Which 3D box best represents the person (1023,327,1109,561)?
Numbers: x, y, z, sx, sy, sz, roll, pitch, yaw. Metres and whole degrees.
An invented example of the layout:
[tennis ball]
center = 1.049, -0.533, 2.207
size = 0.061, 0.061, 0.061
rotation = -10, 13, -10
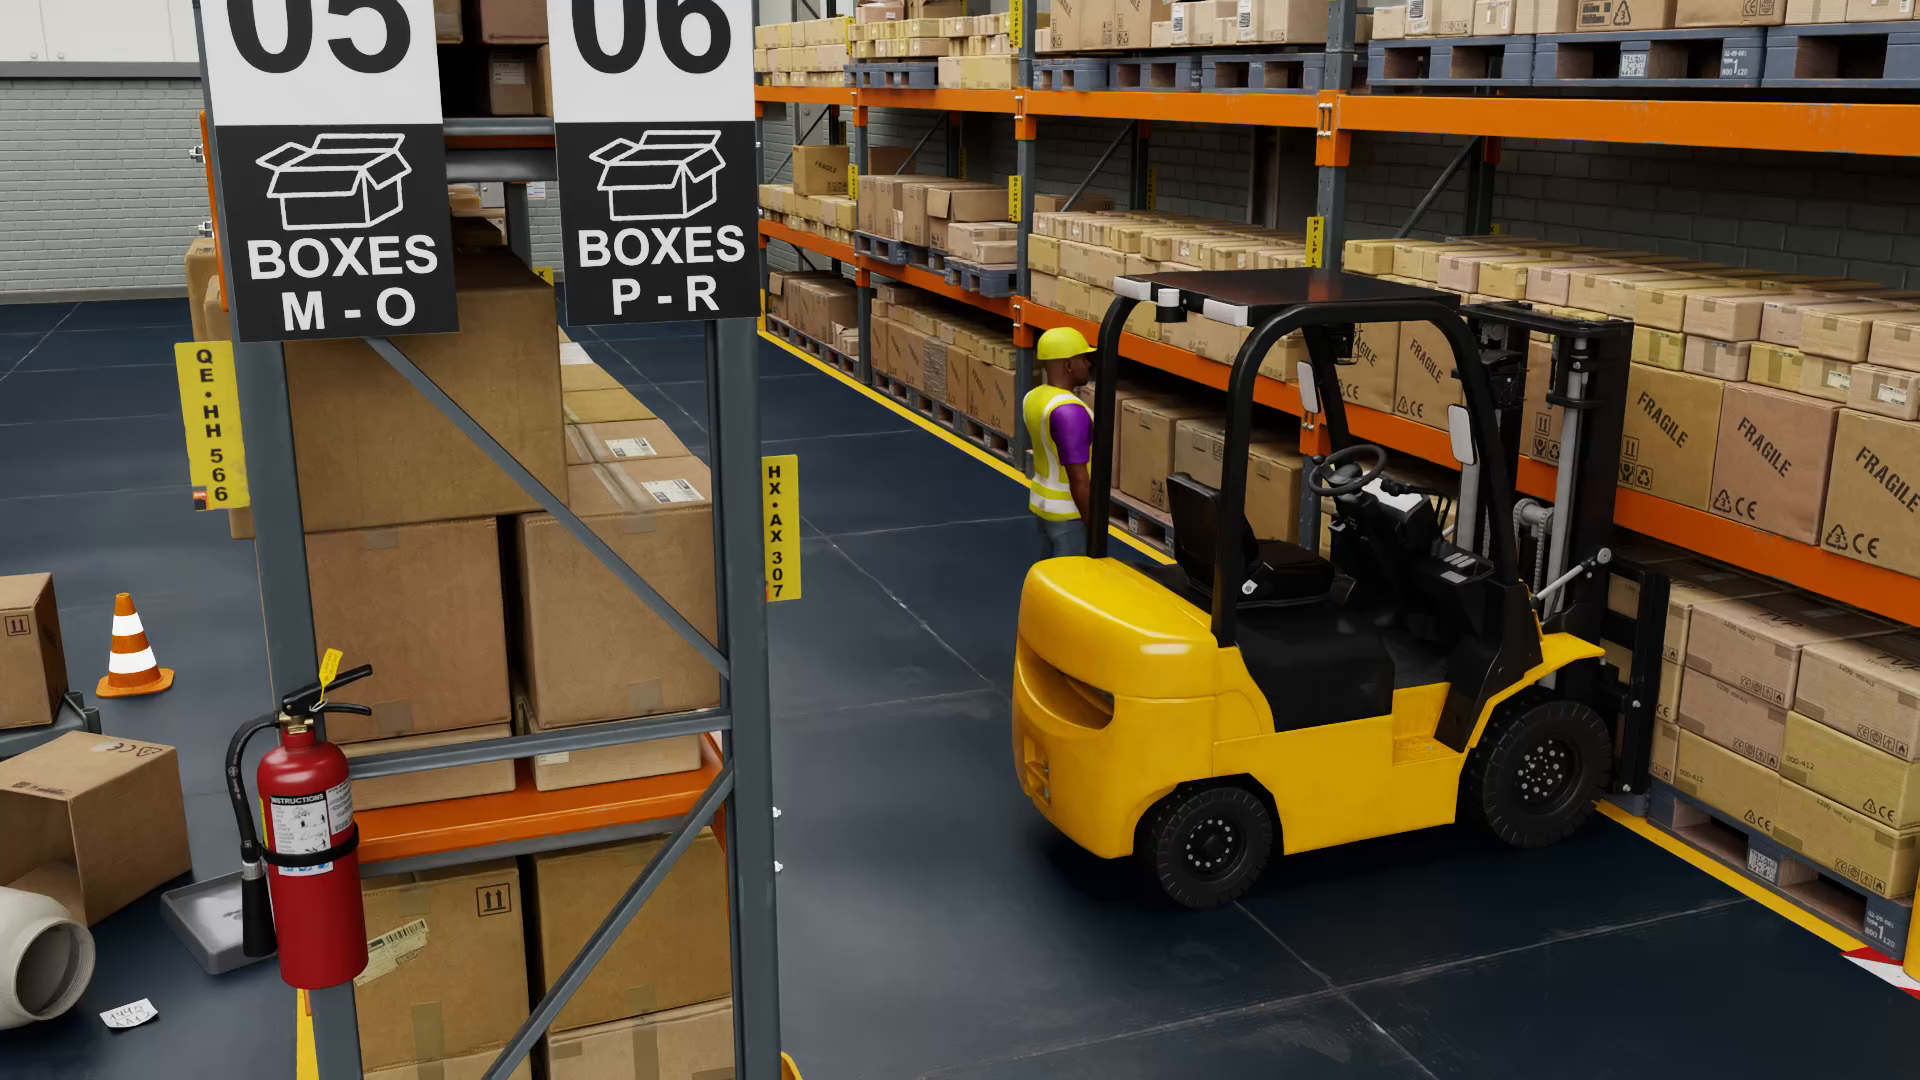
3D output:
[person]
center = 0.509, -0.116, 7.826
size = 0.364, 1.770, 0.576
rotation = -4, 16, -15
